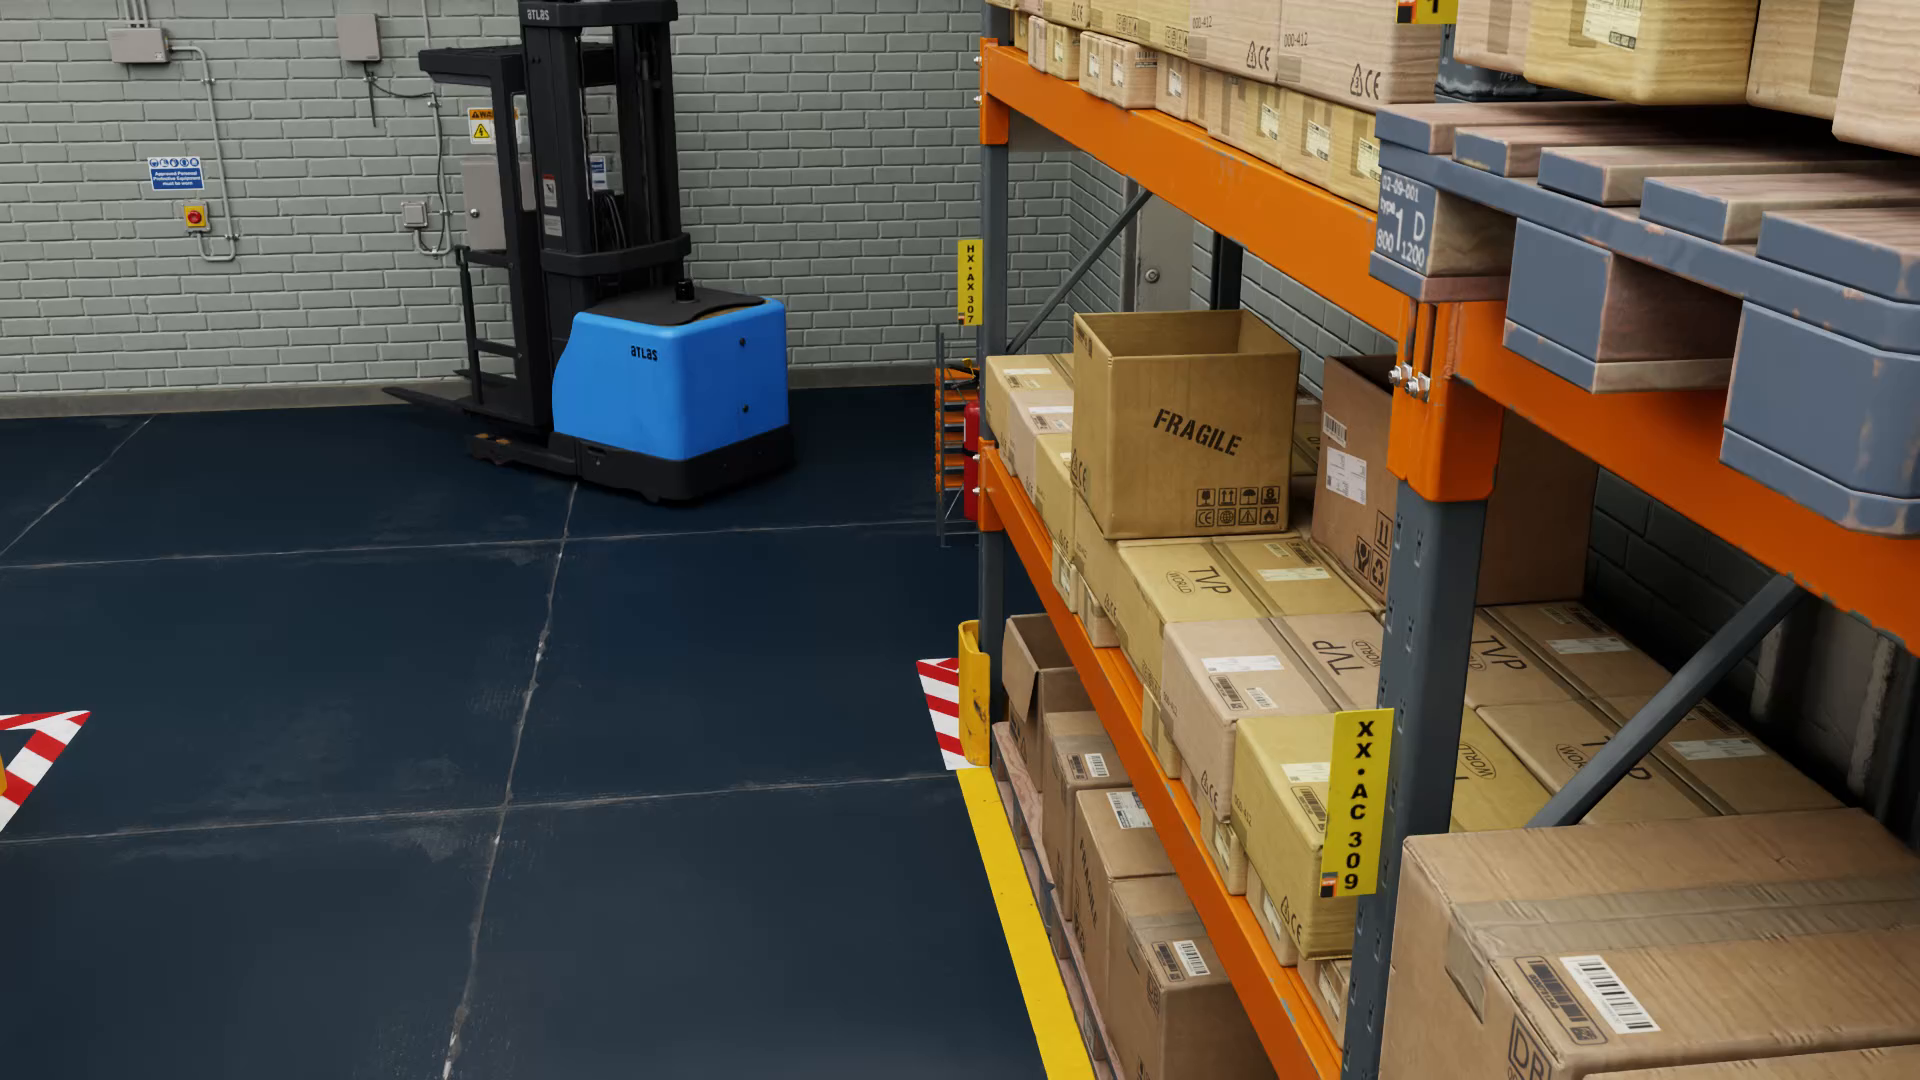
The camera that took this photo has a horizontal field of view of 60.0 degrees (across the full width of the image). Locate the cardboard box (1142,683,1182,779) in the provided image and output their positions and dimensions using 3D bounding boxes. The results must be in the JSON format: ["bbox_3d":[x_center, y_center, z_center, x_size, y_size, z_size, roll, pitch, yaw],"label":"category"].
[{"bbox_3d":[0.664,0.451,4.082,0.380,0.149,0.250,-3,21,-9],"label":"cardboard box"}]

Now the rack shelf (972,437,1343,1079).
[{"bbox_3d":[0.867,0.432,4.800,1.077,0.370,4.000,-3,21,-8],"label":"rack shelf"}]

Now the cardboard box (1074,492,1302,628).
[{"bbox_3d":[0.622,0.030,4.638,0.500,0.250,0.500,-3,21,-9],"label":"cardboard box"}]

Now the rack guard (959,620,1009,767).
[{"bbox_3d":[0.590,0.600,6.895,1.175,0.500,0.348,-3,21,-8],"label":"rack guard"}]

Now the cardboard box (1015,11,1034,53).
[{"bbox_3d":[0.395,-1.763,5.721,0.380,0.149,0.250,-2,21,-7],"label":"cardboard box"}]

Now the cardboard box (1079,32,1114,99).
[{"bbox_3d":[0.520,-1.227,4.286,0.380,0.149,0.250,-3,21,-8],"label":"cardboard box"}]

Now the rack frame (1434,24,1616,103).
[{"bbox_3d":[1.155,-2.023,1.771,1.000,3.000,0.127,-3,21,-8],"label":"rack frame"}]

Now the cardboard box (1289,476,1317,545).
[{"bbox_3d":[1.123,0.011,4.690,0.500,0.250,0.500,-3,21,-8],"label":"cardboard box"}]

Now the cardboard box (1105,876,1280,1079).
[{"bbox_3d":[0.808,1.251,4.553,0.700,0.500,0.500,-4,21,-10],"label":"cardboard box"}]

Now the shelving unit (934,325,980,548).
[{"bbox_3d":[0.002,-0.557,8.993,0.258,1.200,0.189,-3,21,-8],"label":"shelving unit"}]

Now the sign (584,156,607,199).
[{"bbox_3d":[-2.610,-2.404,11.502,0.329,0.494,0.001,-3,21,-8],"label":"sign"}]

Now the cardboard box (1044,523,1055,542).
[{"bbox_3d":[0.485,-0.086,5.520,0.380,0.149,0.250,-2,21,-6],"label":"cardboard box"}]

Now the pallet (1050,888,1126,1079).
[{"bbox_3d":[0.878,1.433,5.079,1.003,0.211,1.213,-3,21,-8],"label":"pallet"}]

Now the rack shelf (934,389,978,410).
[{"bbox_3d":[0.002,-0.740,8.924,0.258,0.103,0.180,-3,21,-8],"label":"rack shelf"}]

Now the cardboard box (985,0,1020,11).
[{"bbox_3d":[0.372,-1.904,5.530,0.500,0.250,0.500,-3,21,-8],"label":"cardboard box"}]

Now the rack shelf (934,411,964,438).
[{"bbox_3d":[0.002,-0.628,8.966,0.258,0.103,0.180,-3,21,-8],"label":"rack shelf"}]

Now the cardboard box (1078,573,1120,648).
[{"bbox_3d":[0.549,0.187,4.788,0.380,0.149,0.250,-2,21,-7],"label":"cardboard box"}]

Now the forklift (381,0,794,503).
[{"bbox_3d":[-2.529,-1.978,10.322,3.031,2.935,1.130,14,25,33],"label":"forklift"}]

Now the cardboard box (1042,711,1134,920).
[{"bbox_3d":[0.658,0.891,5.515,0.700,0.500,0.500,-2,21,-6],"label":"cardboard box"}]

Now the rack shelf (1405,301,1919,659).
[{"bbox_3d":[1.444,0.412,0.567,1.077,0.370,4.000,-3,21,-8],"label":"rack shelf"}]

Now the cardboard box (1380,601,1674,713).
[{"bbox_3d":[1.272,0.360,3.754,0.500,0.250,0.500,-3,21,-8],"label":"cardboard box"}]

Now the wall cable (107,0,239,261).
[{"bbox_3d":[-5.168,-2.787,10.895,0.585,1.953,0.123,-3,21,-8],"label":"wall cable"}]

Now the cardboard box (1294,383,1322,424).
[{"bbox_3d":[0.981,-0.342,5.634,0.500,0.250,0.500,-3,21,-8],"label":"cardboard box"}]

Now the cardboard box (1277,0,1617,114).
[{"bbox_3d":[0.838,-0.841,2.683,0.500,0.250,0.500,-3,21,-8],"label":"cardboard box"}]

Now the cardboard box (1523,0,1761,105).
[{"bbox_3d":[0.808,-0.529,1.673,0.380,0.149,0.250,-3,21,-7],"label":"cardboard box"}]

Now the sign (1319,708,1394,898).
[{"bbox_3d":[0.620,0.412,2.589,0.100,0.325,0.005,-3,21,-8],"label":"sign"}]

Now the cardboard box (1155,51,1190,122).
[{"bbox_3d":[0.666,-1.054,3.823,0.380,0.149,0.250,-3,21,-7],"label":"cardboard box"}]

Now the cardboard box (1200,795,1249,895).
[{"bbox_3d":[0.739,0.630,3.602,0.380,0.149,0.250,-2,21,-6],"label":"cardboard box"}]

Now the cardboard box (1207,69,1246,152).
[{"bbox_3d":[0.718,-0.873,3.339,0.380,0.149,0.250,-3,21,-8],"label":"cardboard box"}]

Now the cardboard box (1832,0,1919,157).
[{"bbox_3d":[0.893,-0.354,1.206,0.380,0.149,0.250,-3,21,-7],"label":"cardboard box"}]

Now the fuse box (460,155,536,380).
[{"bbox_3d":[-3.069,-1.749,11.453,0.539,1.711,0.414,-3,21,-8],"label":"fuse box"}]

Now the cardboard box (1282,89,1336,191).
[{"bbox_3d":[0.779,-0.694,2.860,0.380,0.149,0.250,-3,21,-8],"label":"cardboard box"}]

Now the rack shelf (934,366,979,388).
[{"bbox_3d":[0.002,-0.853,8.882,0.258,0.103,0.180,-3,21,-8],"label":"rack shelf"}]

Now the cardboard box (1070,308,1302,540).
[{"bbox_3d":[0.594,-0.328,4.524,0.500,0.500,0.500,-2,21,-6],"label":"cardboard box"}]

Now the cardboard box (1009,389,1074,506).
[{"bbox_3d":[0.451,-0.321,5.578,0.500,0.250,0.500,-3,21,-7],"label":"cardboard box"}]

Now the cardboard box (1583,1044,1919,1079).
[{"bbox_3d":[1.079,0.902,1.771,0.700,0.500,0.500,-3,21,-7],"label":"cardboard box"}]

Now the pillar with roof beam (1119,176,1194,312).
[{"bbox_3d":[-3.178,-4.170,7.519,9.100,9.000,0.400,-3,21,-8],"label":"pillar with roof beam"}]

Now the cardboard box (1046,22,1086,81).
[{"bbox_3d":[0.458,-1.402,4.754,0.380,0.149,0.250,-3,21,-8],"label":"cardboard box"}]

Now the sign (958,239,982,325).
[{"bbox_3d":[0.042,-0.975,6.304,0.100,0.325,0.005,-3,21,-8],"label":"sign"}]

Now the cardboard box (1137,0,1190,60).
[{"bbox_3d":[0.690,-1.199,3.640,0.500,0.250,0.500,-2,21,-7],"label":"cardboard box"}]

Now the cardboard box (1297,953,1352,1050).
[{"bbox_3d":[0.860,0.808,3.126,0.380,0.149,0.250,-3,21,-7],"label":"cardboard box"}]

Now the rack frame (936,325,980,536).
[{"bbox_3d":[-0.011,-0.589,9.078,0.240,1.200,0.006,-3,21,-8],"label":"rack frame"}]

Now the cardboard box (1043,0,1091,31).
[{"bbox_3d":[0.527,-1.551,4.585,0.500,0.250,0.500,-4,21,-9],"label":"cardboard box"}]

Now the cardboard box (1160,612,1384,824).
[{"bbox_3d":[0.754,0.382,3.696,0.500,0.250,0.500,-3,21,-8],"label":"cardboard box"}]
